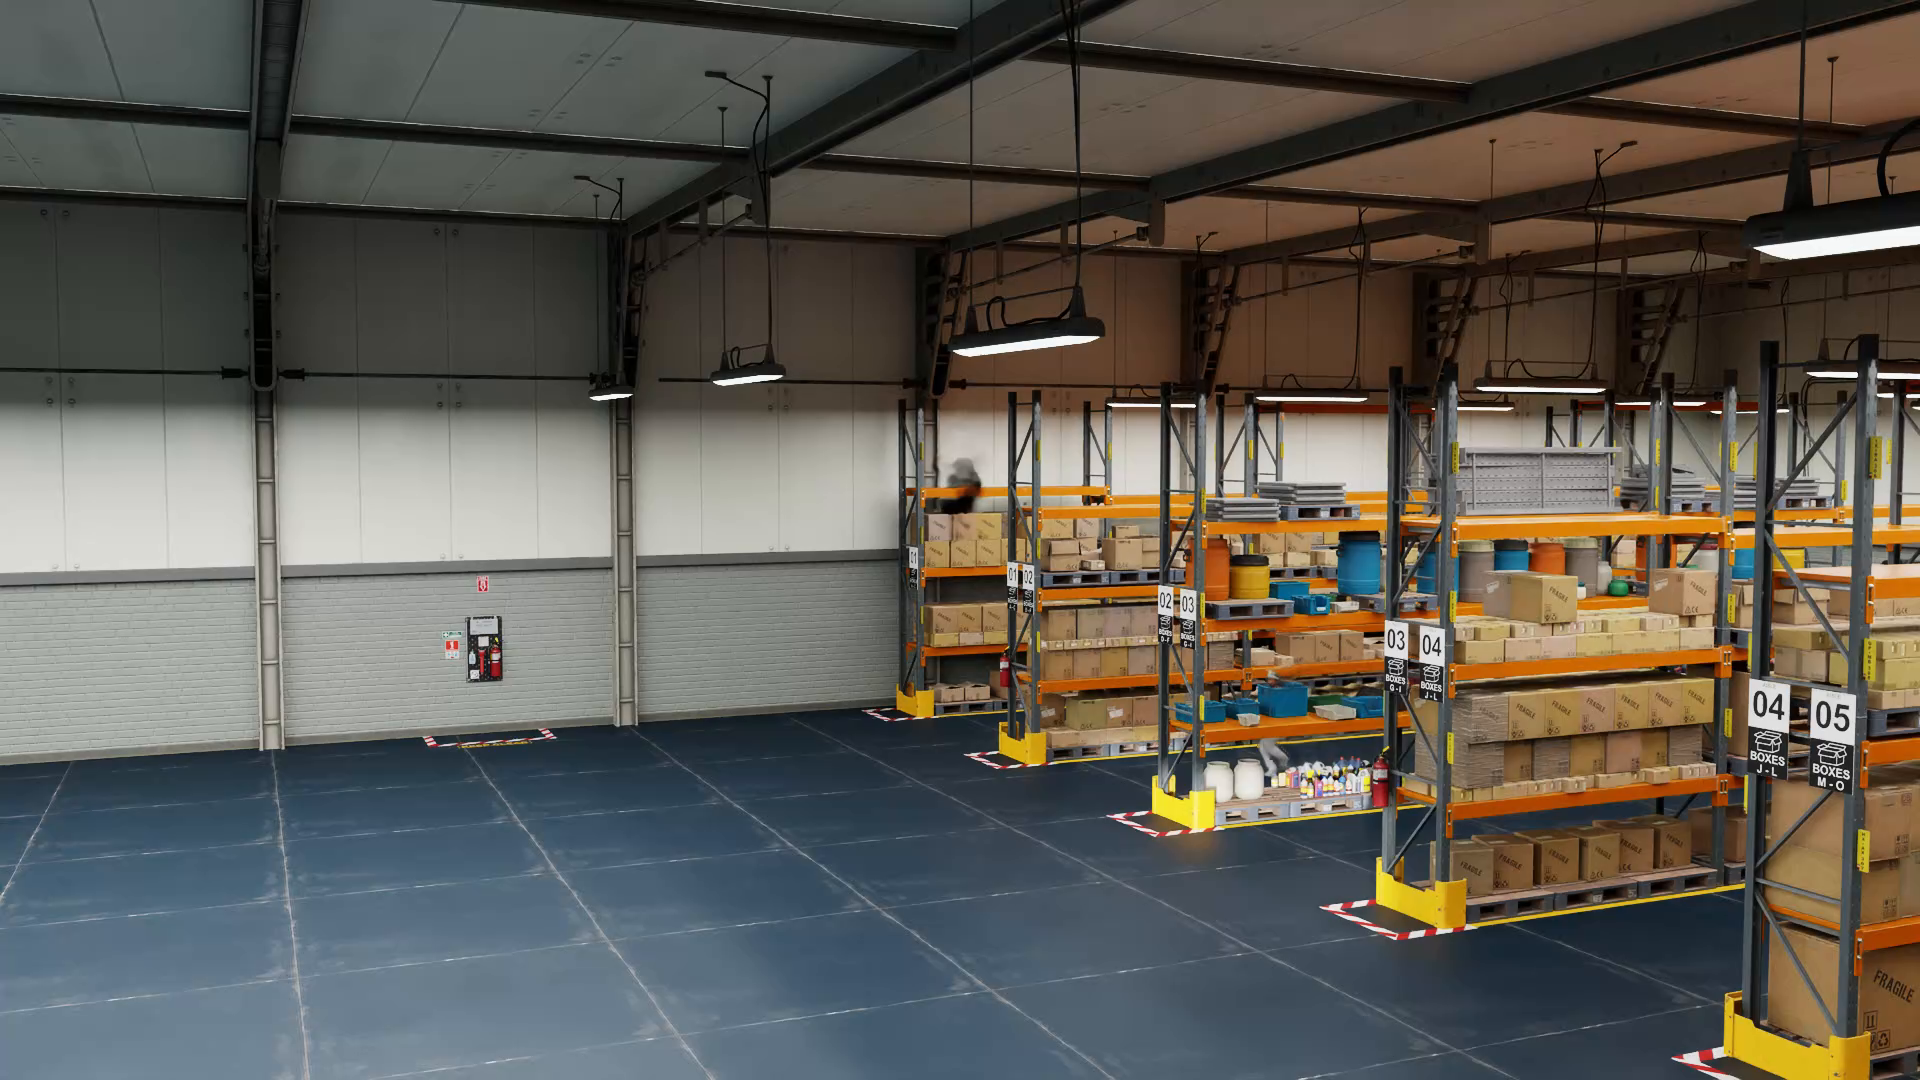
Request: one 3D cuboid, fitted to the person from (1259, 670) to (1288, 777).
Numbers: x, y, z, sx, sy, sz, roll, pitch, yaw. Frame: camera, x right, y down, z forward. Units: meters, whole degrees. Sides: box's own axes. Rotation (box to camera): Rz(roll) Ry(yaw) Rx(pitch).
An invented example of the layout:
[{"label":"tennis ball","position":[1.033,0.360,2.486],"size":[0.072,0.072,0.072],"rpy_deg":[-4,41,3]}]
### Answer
[{"label":"person","position":[4.789,2.831,25.666],"size":[0.572,1.653,0.571],"rpy_deg":[-3,4,-37]}]
